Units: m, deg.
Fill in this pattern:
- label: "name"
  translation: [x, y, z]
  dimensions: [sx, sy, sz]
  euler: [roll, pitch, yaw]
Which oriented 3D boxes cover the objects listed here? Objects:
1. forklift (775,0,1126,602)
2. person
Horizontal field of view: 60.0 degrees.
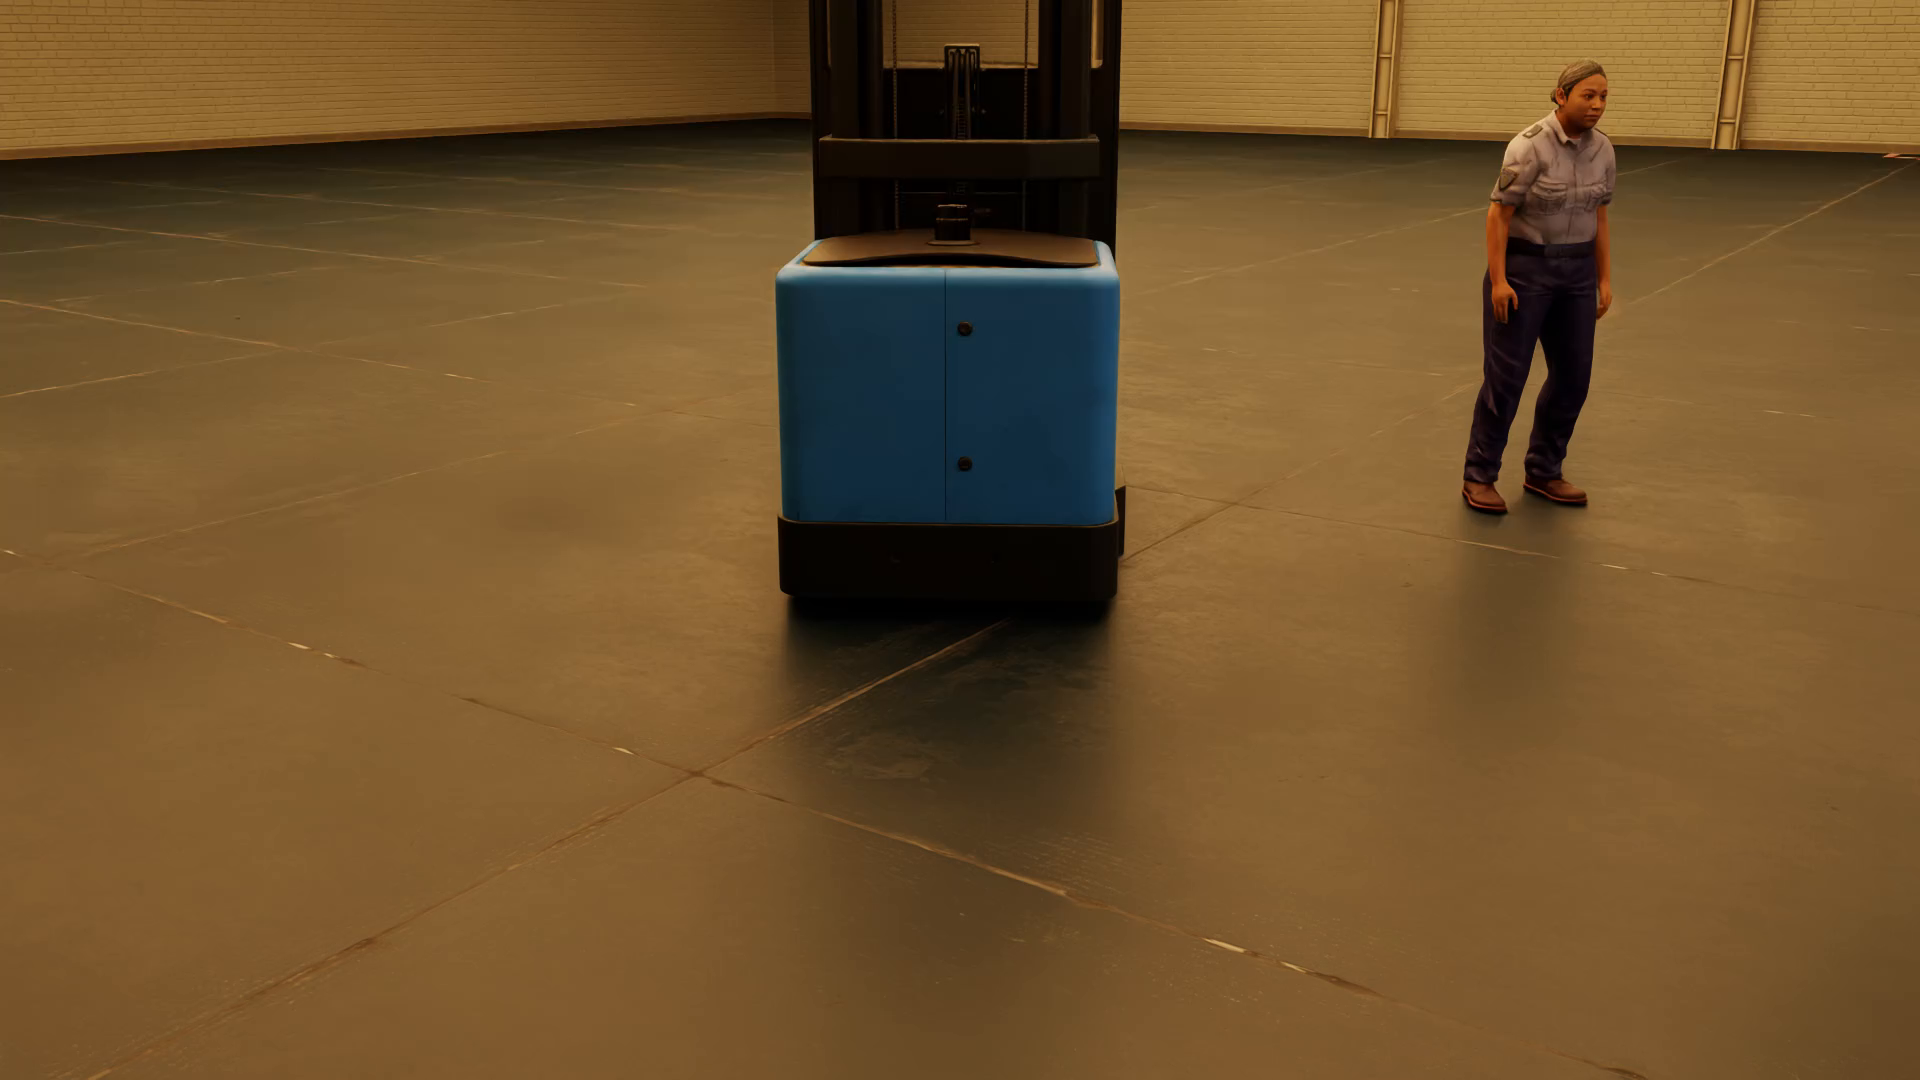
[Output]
- label: "forklift"
  translation: [0.031, -1.584, 6.131]
  dimensions: [1.130, 2.935, 3.031]
  euler: [1, 17, 3]
- label: "person"
  translation: [2.195, -0.955, 6.263]
  dimensions: [0.562, 1.652, 0.366]
  euler: [-5, 17, -17]
